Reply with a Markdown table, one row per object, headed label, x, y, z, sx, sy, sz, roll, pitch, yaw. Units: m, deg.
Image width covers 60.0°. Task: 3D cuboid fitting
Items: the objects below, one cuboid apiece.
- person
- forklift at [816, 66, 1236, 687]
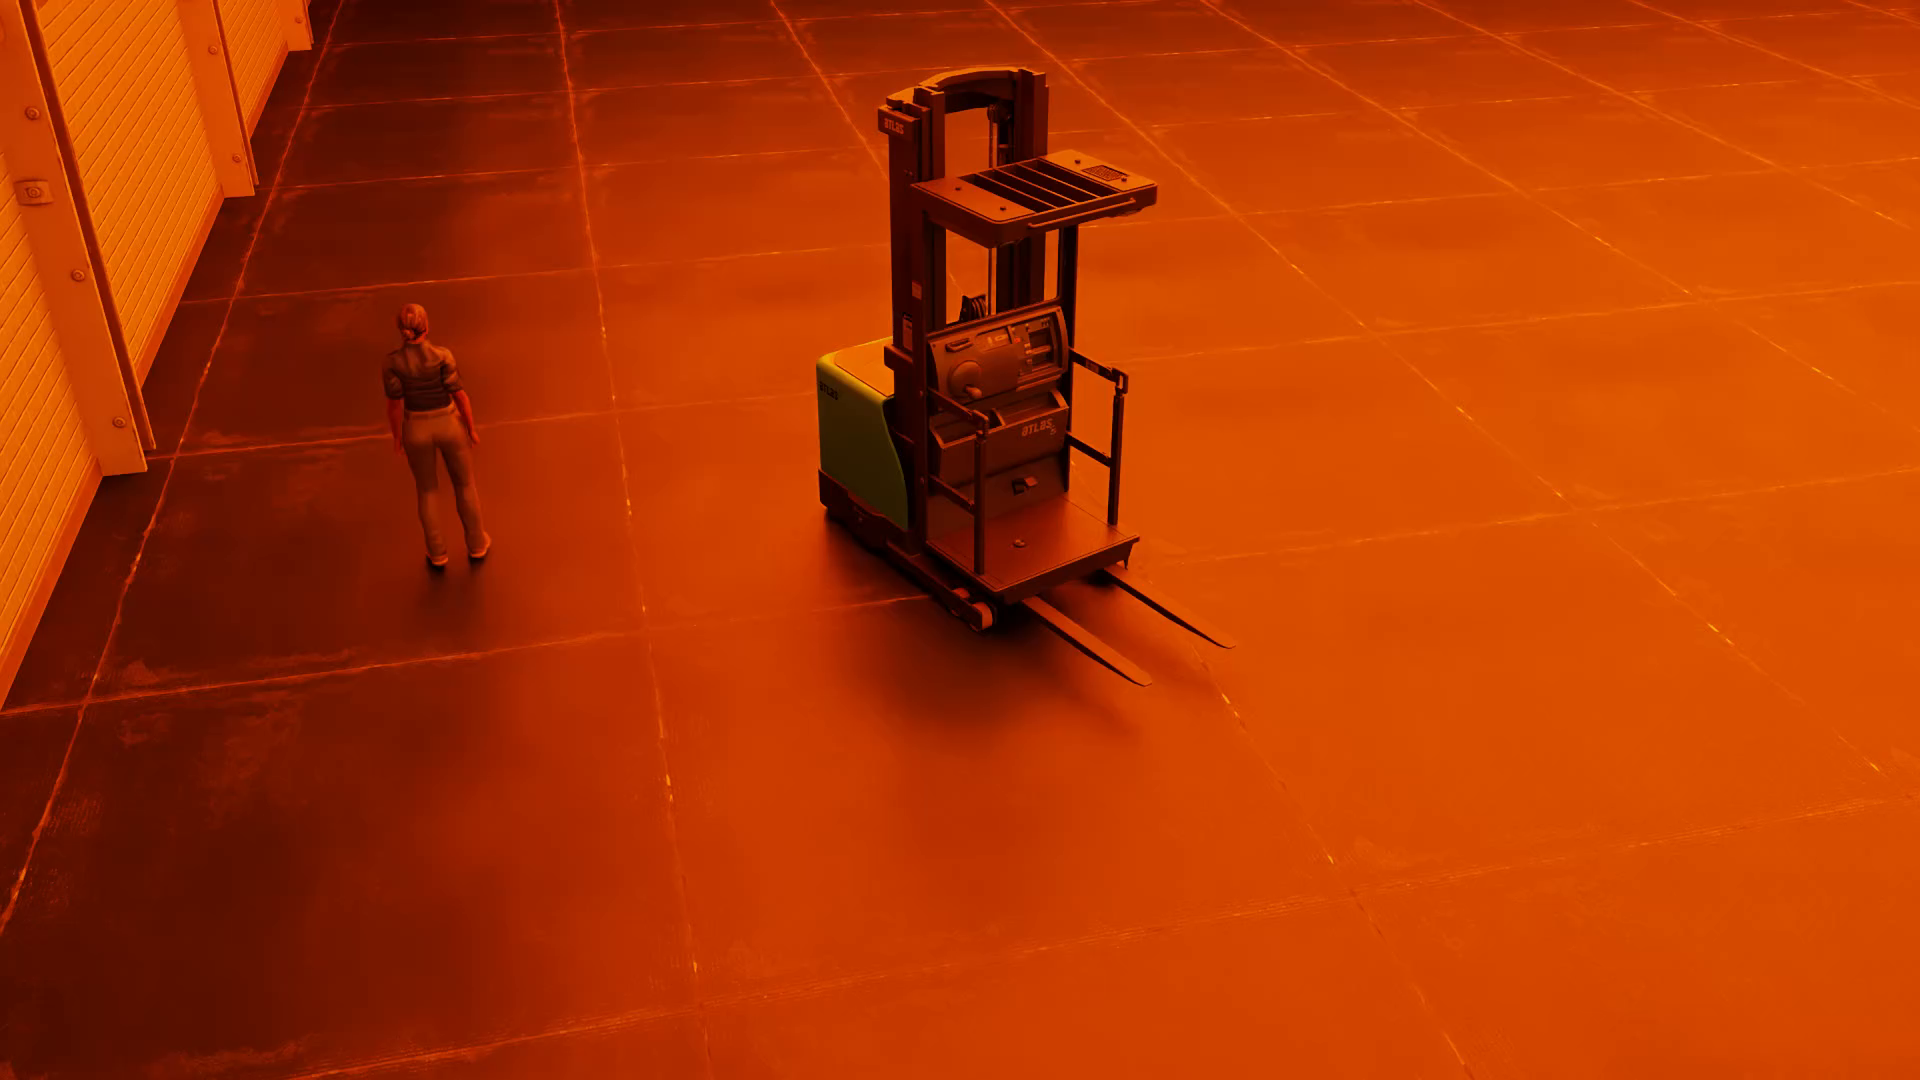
| label | x | y | z | sx | sy | sz | roll | pitch | yaw |
| --- | --- | --- | --- | --- | --- | --- | --- | --- | --- |
| person | -3.117 | -0.637 | 9.871 | 0.492 | 1.661 | 0.341 | -7 | 31 | -12 |
| forklift | 0.355 | -1.021 | 9.338 | 1.130 | 2.935 | 3.031 | -20 | 35 | -30 |
